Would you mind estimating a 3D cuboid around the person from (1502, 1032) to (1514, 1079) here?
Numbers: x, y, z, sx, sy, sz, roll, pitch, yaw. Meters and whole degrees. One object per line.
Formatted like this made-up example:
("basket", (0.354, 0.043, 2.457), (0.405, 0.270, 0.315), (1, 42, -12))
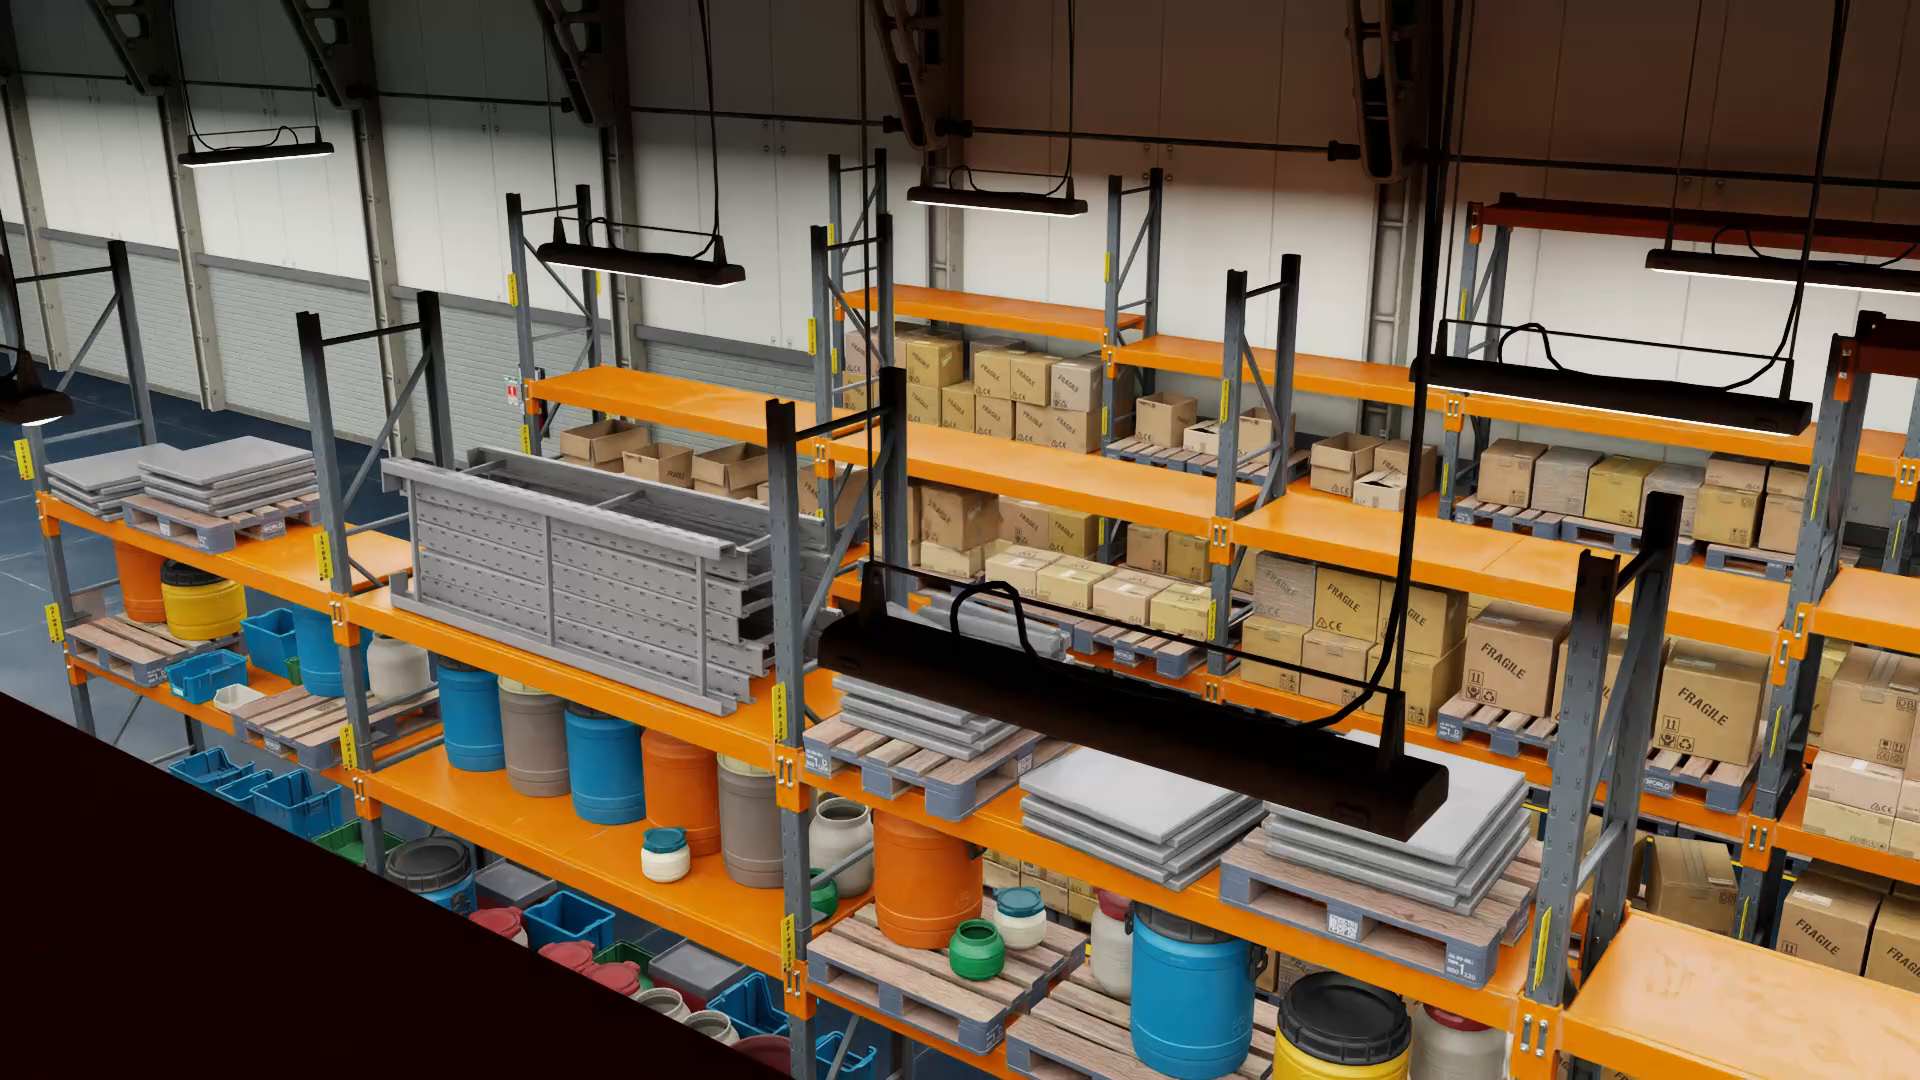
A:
("person", (3.533, 3.712, 11.266), (1.036, 1.727, 0.575), (9, 21, 26))
